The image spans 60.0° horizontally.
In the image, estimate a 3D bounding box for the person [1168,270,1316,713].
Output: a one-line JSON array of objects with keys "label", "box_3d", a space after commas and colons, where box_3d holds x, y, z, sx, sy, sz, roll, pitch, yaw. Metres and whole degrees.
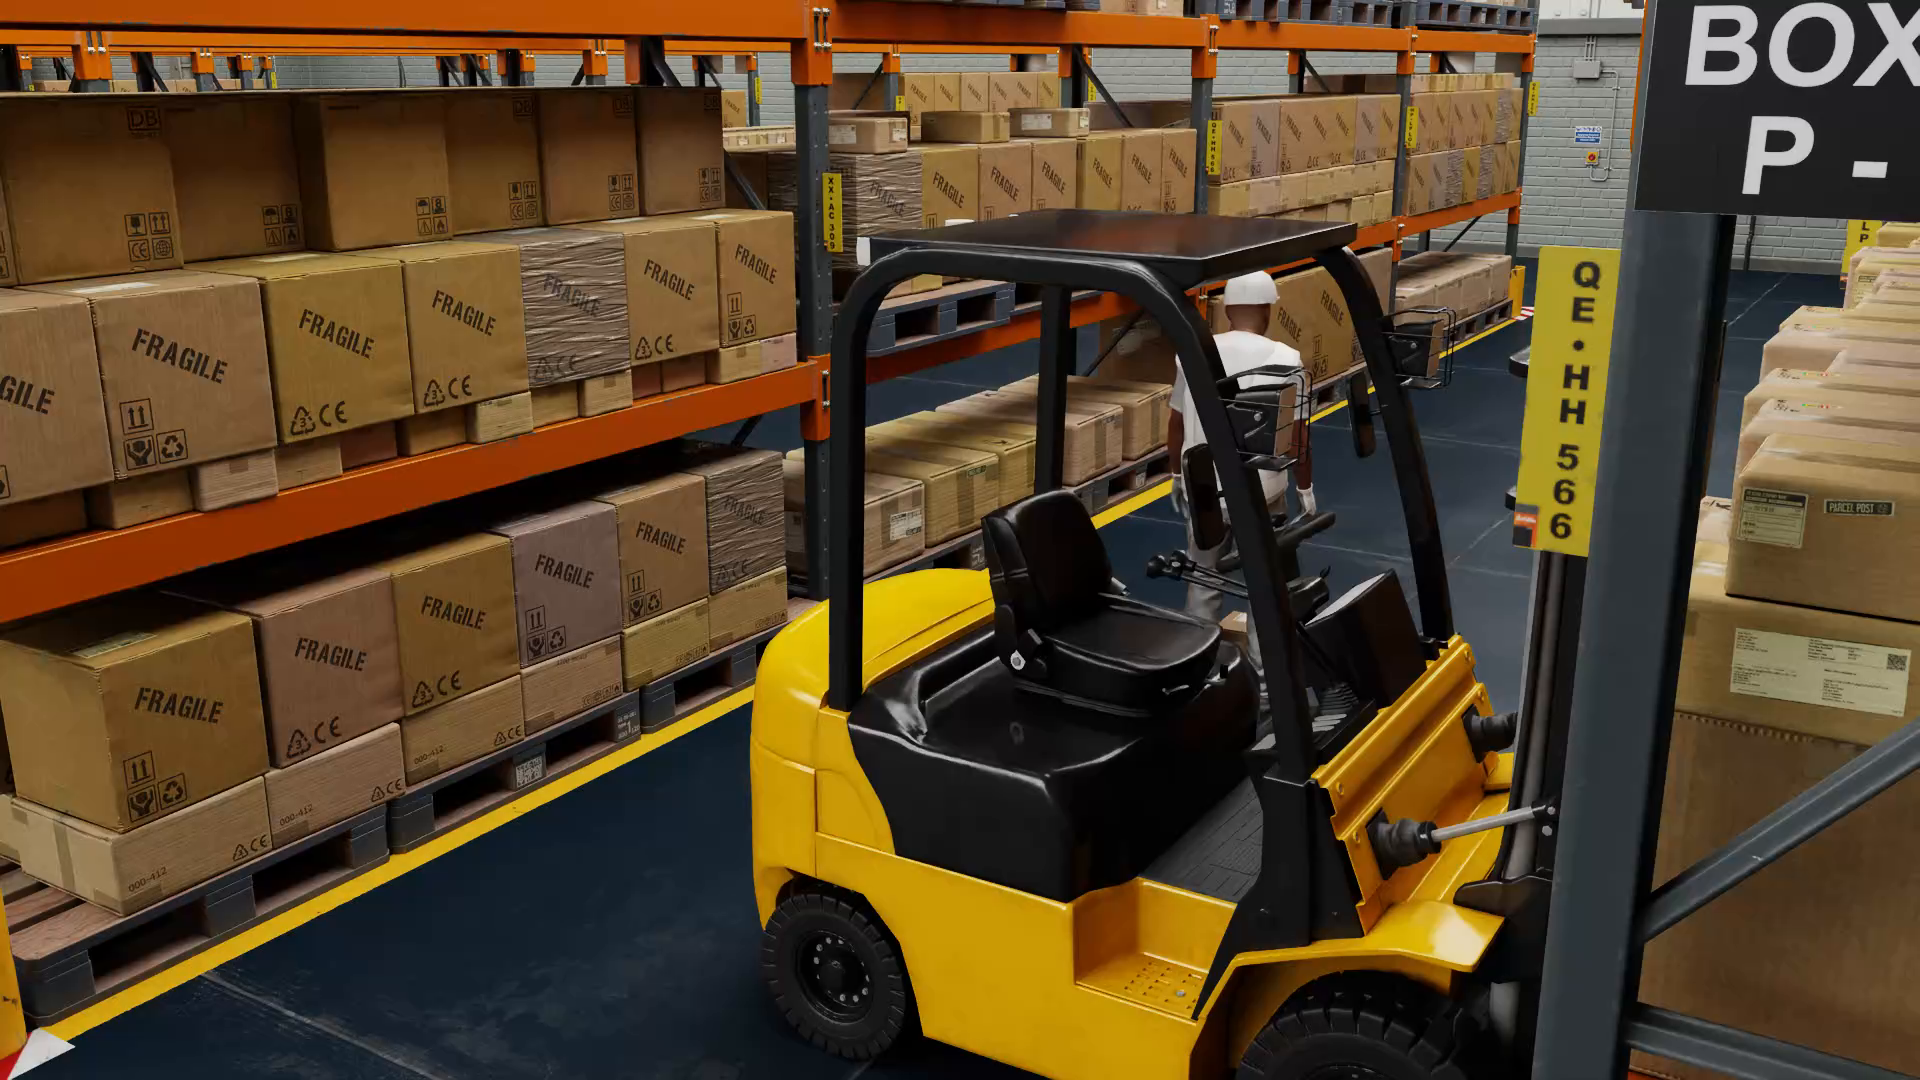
[{"label": "person", "box_3d": [1.130, -0.201, 6.711, 0.617, 1.775, 0.447, 10, 19, 30]}]
